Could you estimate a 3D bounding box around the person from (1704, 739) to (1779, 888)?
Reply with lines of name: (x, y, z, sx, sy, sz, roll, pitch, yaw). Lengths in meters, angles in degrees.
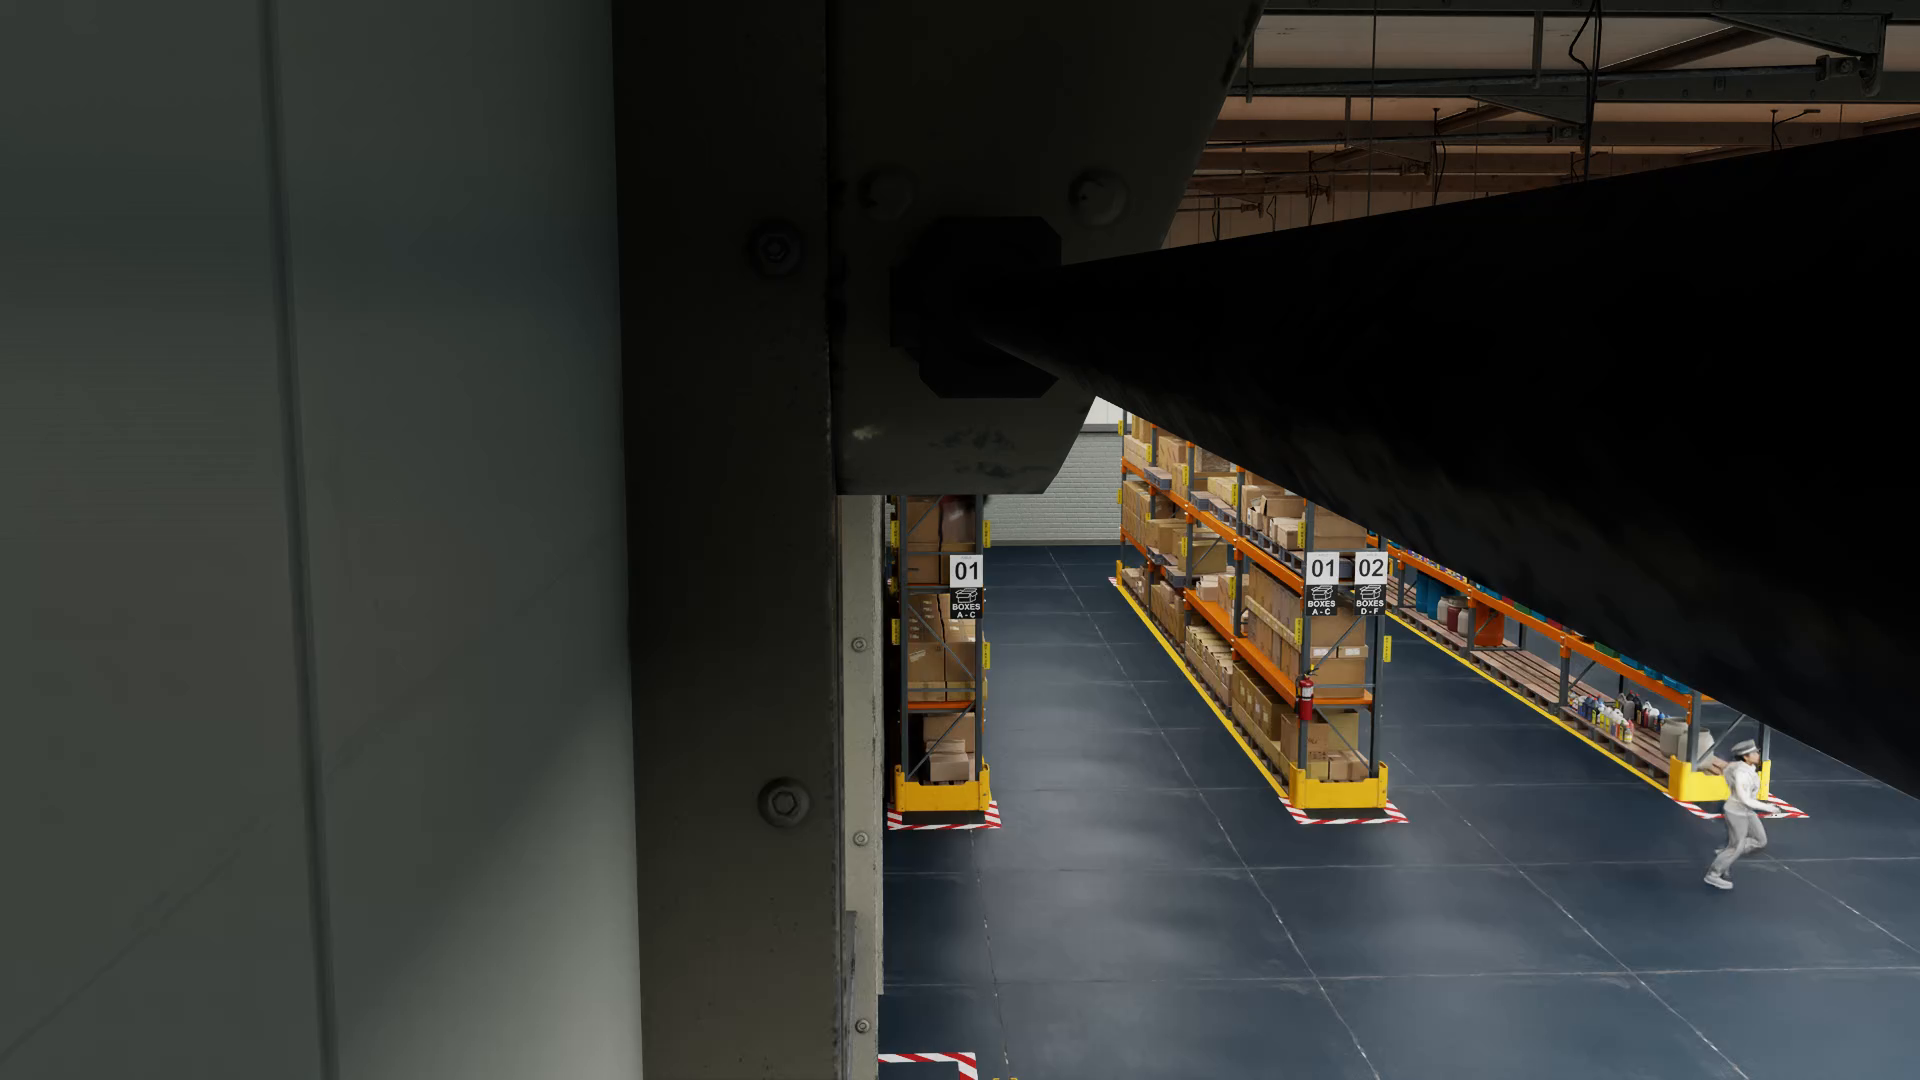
person: (8.372, 2.912, 17.762, 0.672, 1.654, 0.636, 5, 10, 29)
